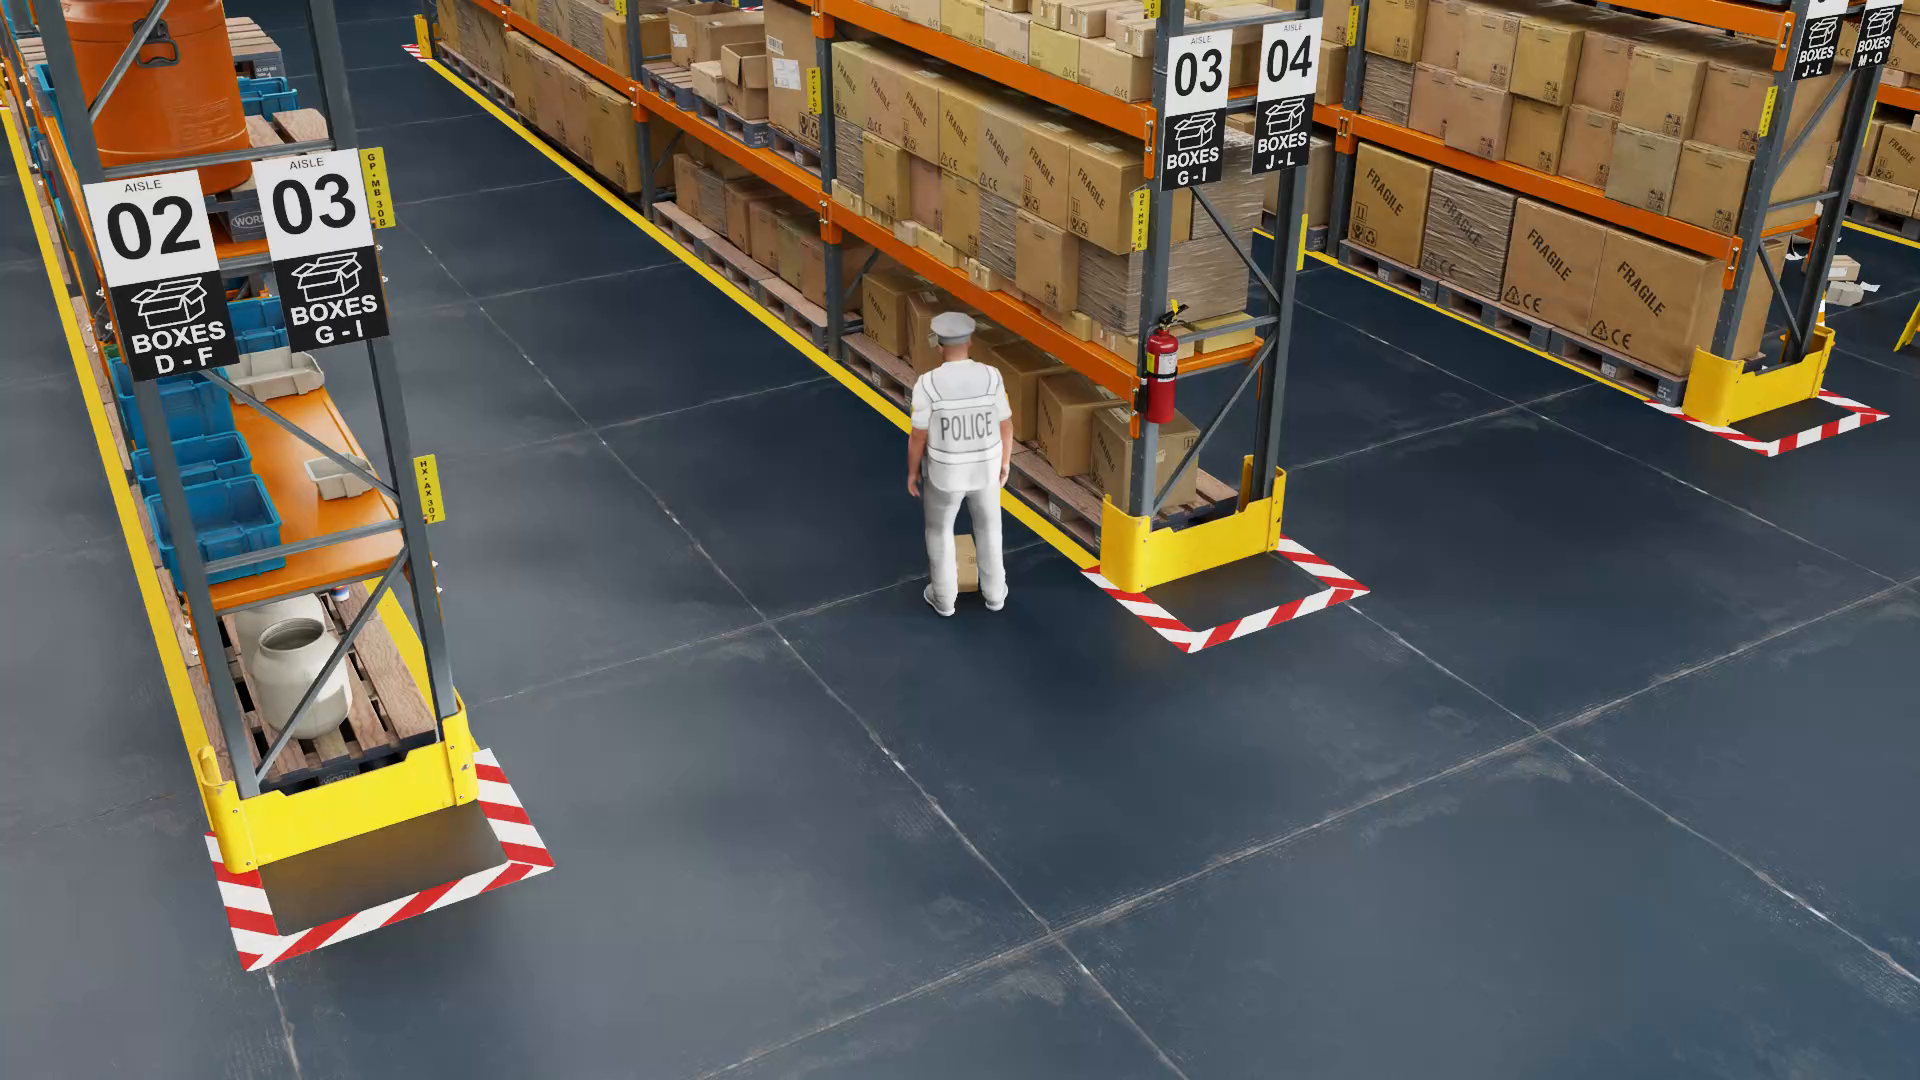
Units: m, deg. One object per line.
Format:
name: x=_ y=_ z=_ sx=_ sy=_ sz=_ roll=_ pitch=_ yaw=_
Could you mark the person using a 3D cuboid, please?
person: x=0.009 y=-0.384 z=9.252 sx=0.605 sy=1.751 sz=0.428 roll=-6 pitch=29 yaw=-11
